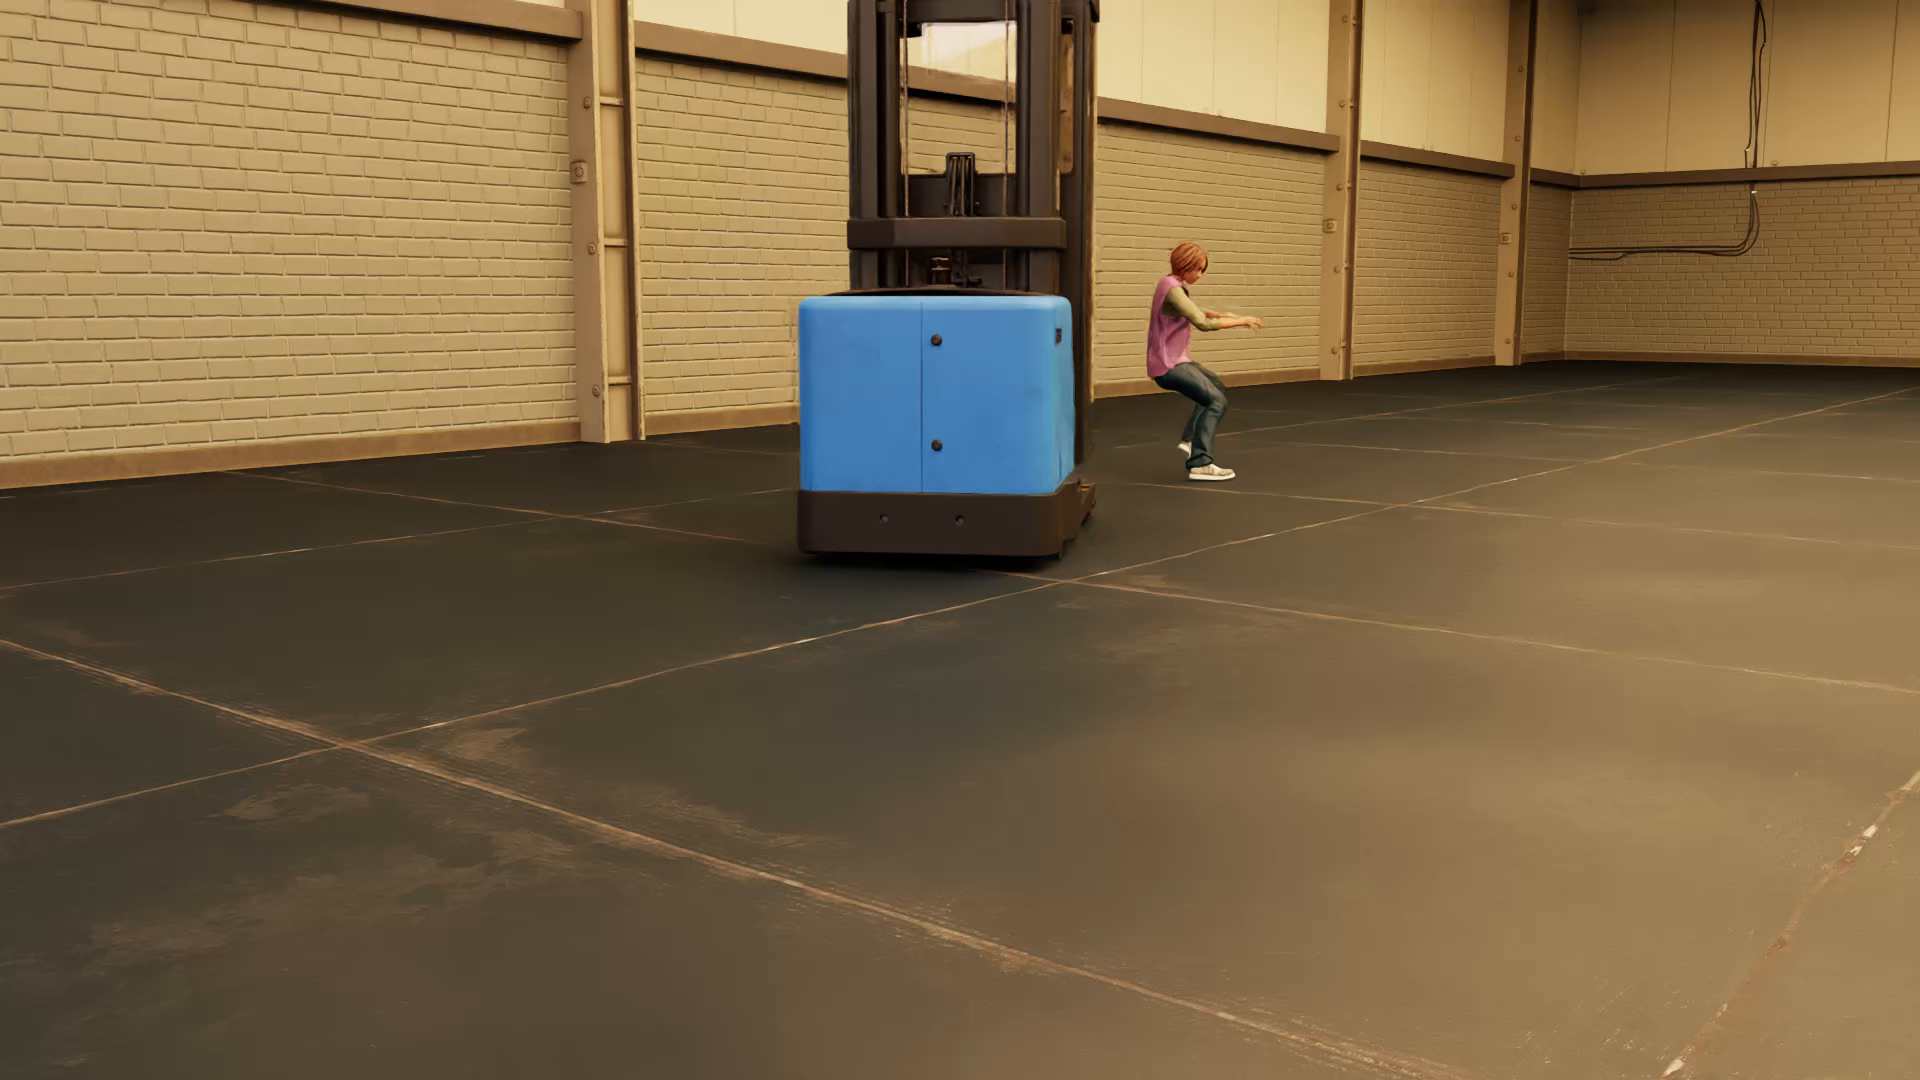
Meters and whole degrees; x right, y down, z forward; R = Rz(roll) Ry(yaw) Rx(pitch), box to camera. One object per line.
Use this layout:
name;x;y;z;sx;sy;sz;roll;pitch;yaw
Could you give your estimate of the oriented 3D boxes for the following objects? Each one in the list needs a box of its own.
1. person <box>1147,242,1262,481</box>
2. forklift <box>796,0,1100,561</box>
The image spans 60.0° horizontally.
person;1.467;-1.080;10.032;0.673;1.371;0.811;1;8;8
forklift;0.074;-1.541;7.814;1.130;2.935;3.031;1;8;8
